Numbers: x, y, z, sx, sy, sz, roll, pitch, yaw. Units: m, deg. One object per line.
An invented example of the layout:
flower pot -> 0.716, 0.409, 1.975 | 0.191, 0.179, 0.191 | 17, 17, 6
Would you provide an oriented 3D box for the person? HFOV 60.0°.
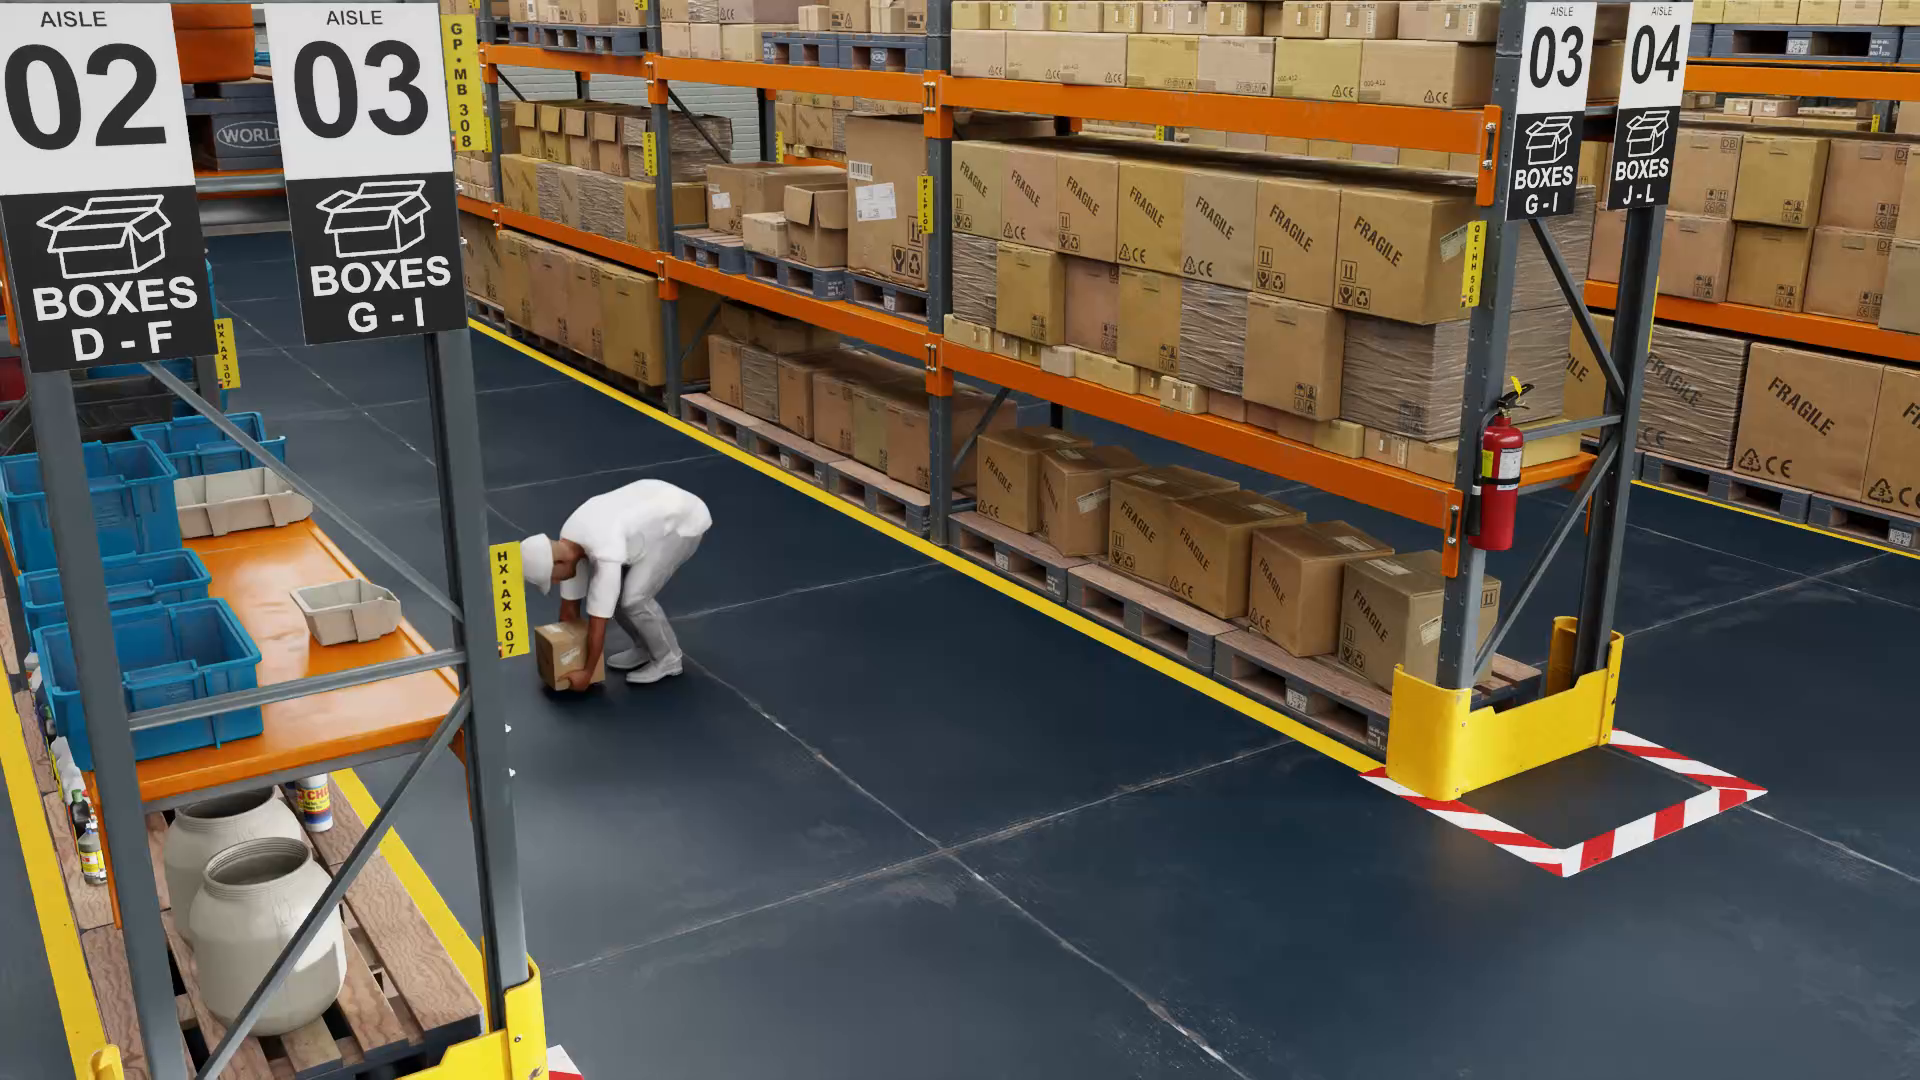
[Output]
person -> -1.675, 0.223, 8.117 | 0.973, 0.967, 0.501 | -13, 22, -34
